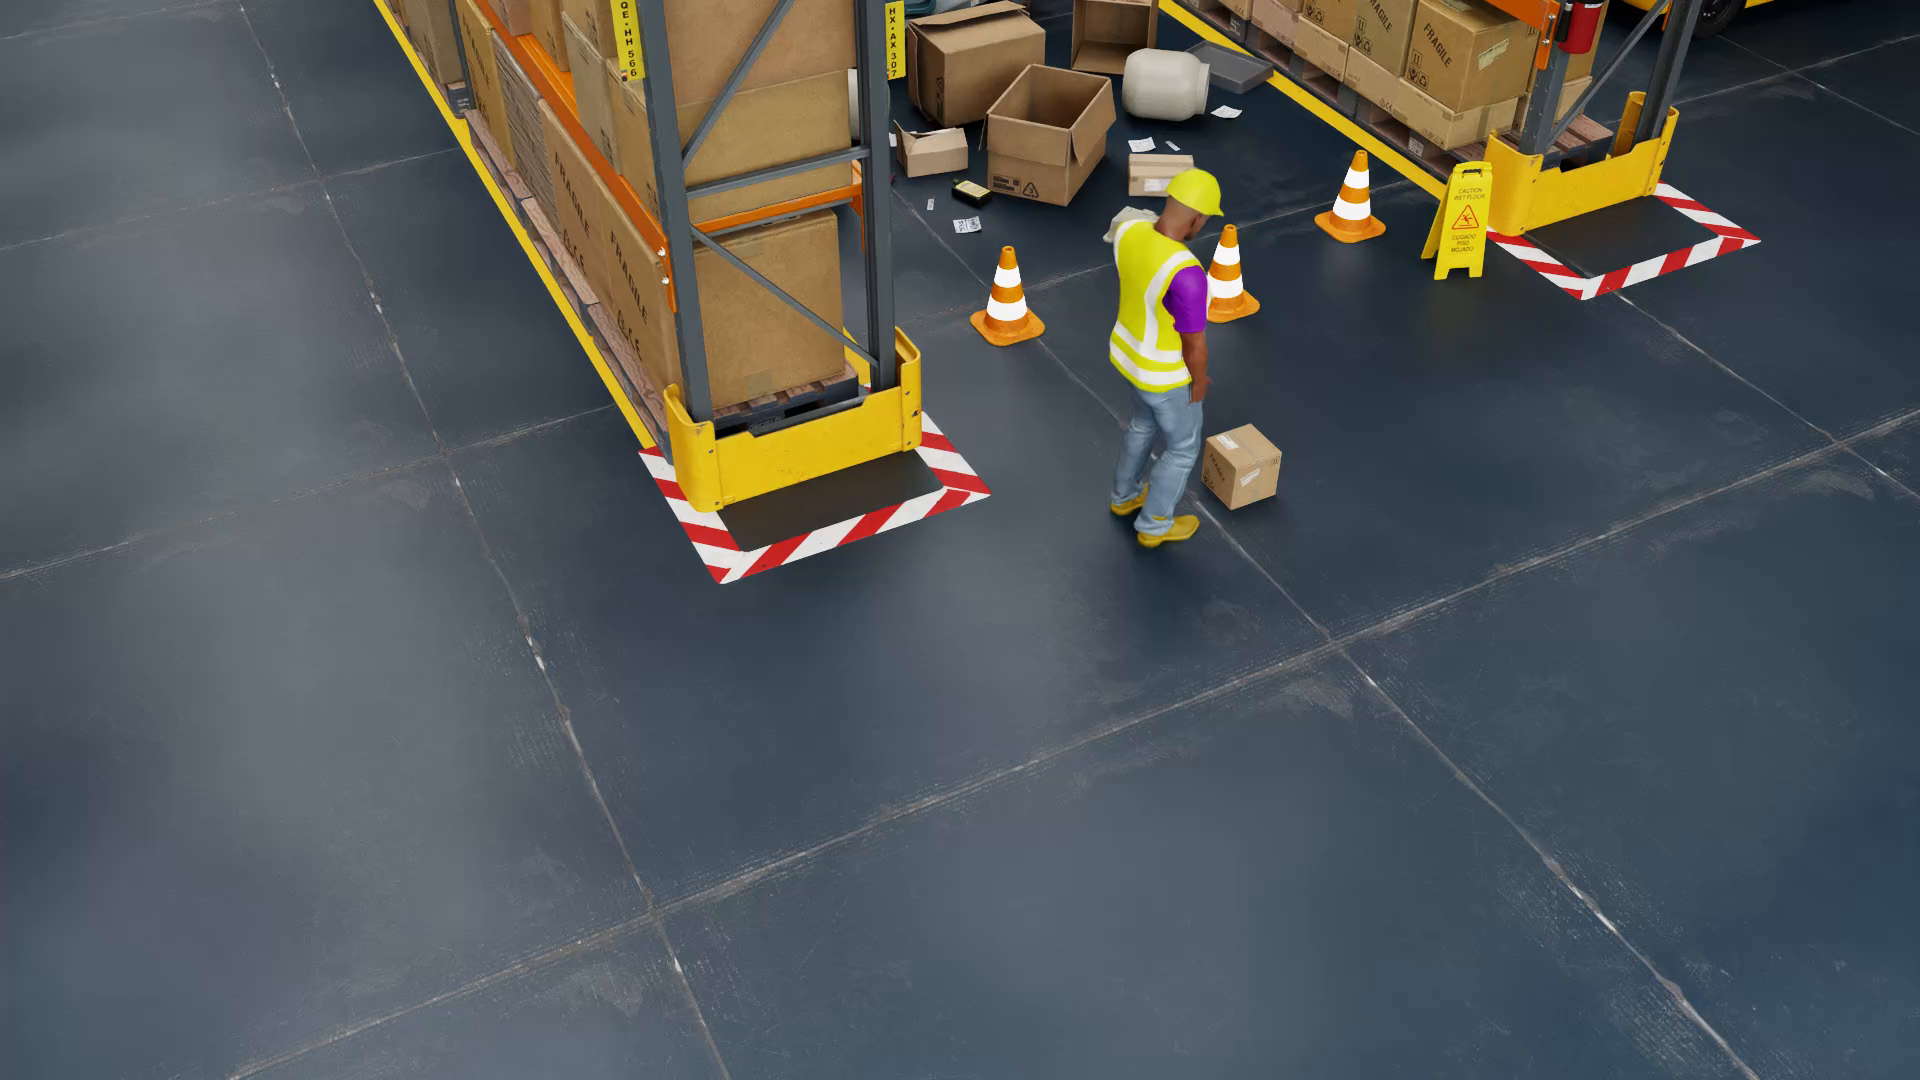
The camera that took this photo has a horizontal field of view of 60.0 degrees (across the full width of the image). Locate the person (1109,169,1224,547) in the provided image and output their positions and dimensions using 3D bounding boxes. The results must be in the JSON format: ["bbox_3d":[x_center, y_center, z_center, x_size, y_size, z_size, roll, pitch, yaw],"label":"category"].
[{"bbox_3d":[0.859,-0.768,7.052,0.422,1.734,0.584,-18,44,-19],"label":"person"}]
